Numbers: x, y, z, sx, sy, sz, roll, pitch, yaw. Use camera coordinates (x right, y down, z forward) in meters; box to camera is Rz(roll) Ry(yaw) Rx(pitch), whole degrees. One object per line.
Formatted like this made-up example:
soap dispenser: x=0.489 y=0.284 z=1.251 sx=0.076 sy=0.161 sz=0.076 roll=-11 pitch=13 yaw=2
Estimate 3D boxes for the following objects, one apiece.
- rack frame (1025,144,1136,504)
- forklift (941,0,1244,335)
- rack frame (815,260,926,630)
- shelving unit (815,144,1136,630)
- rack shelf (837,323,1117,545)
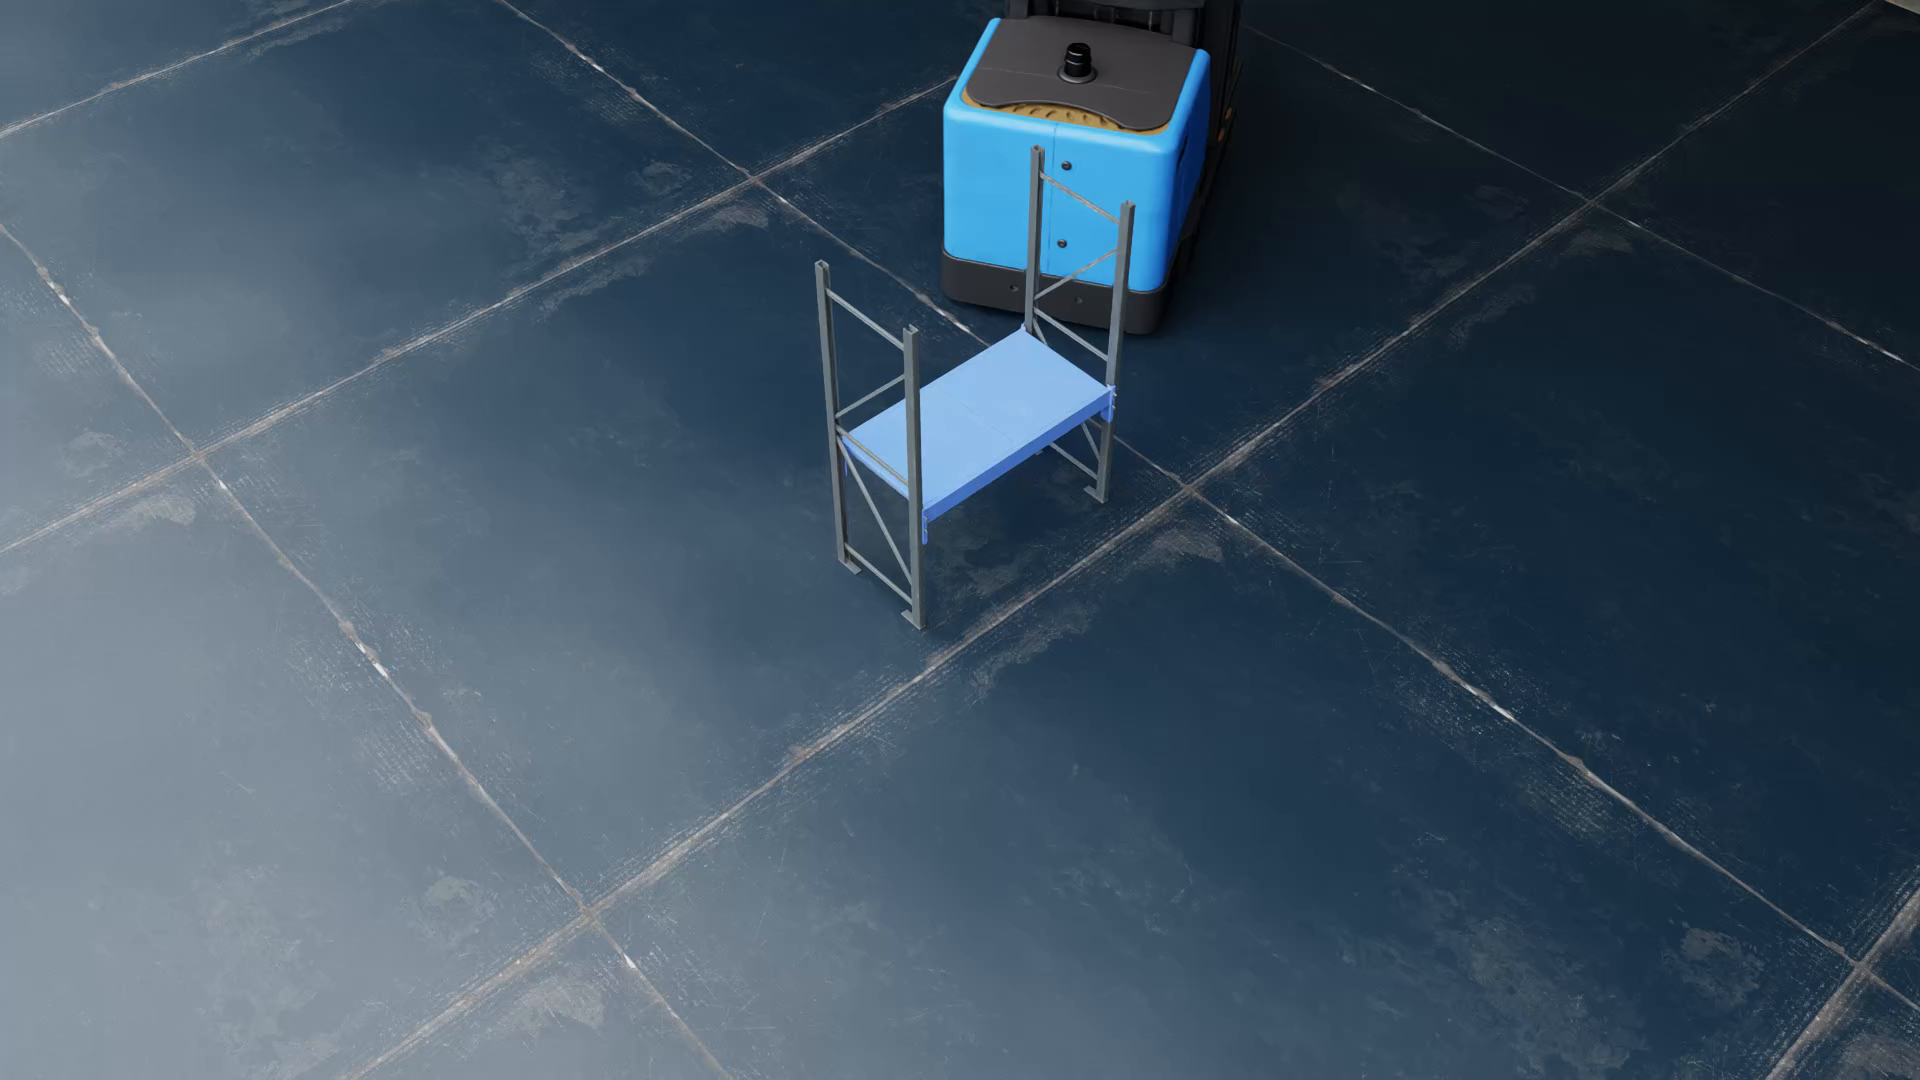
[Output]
rack frame: x=0.439 y=-0.802 z=6.523 sx=0.032 sy=1.500 sz=0.500 roll=-34 pitch=56 yaw=-27
forklift: x=0.821 y=-3.036 z=7.610 sx=1.130 sy=2.935 sz=3.031 roll=12 pitch=48 yaw=11
rack frame: x=-0.313 y=-0.299 z=6.059 sx=0.032 sy=1.500 sz=0.500 roll=-34 pitch=56 yaw=-27
shelving unit: x=0.063 y=-0.551 z=6.291 sx=1.048 sy=1.500 sz=0.538 roll=-34 pitch=56 yaw=-27
rack shelf: x=0.063 y=-0.429 z=6.423 sx=1.000 sy=0.185 sz=0.538 roll=-34 pitch=56 yaw=-27
